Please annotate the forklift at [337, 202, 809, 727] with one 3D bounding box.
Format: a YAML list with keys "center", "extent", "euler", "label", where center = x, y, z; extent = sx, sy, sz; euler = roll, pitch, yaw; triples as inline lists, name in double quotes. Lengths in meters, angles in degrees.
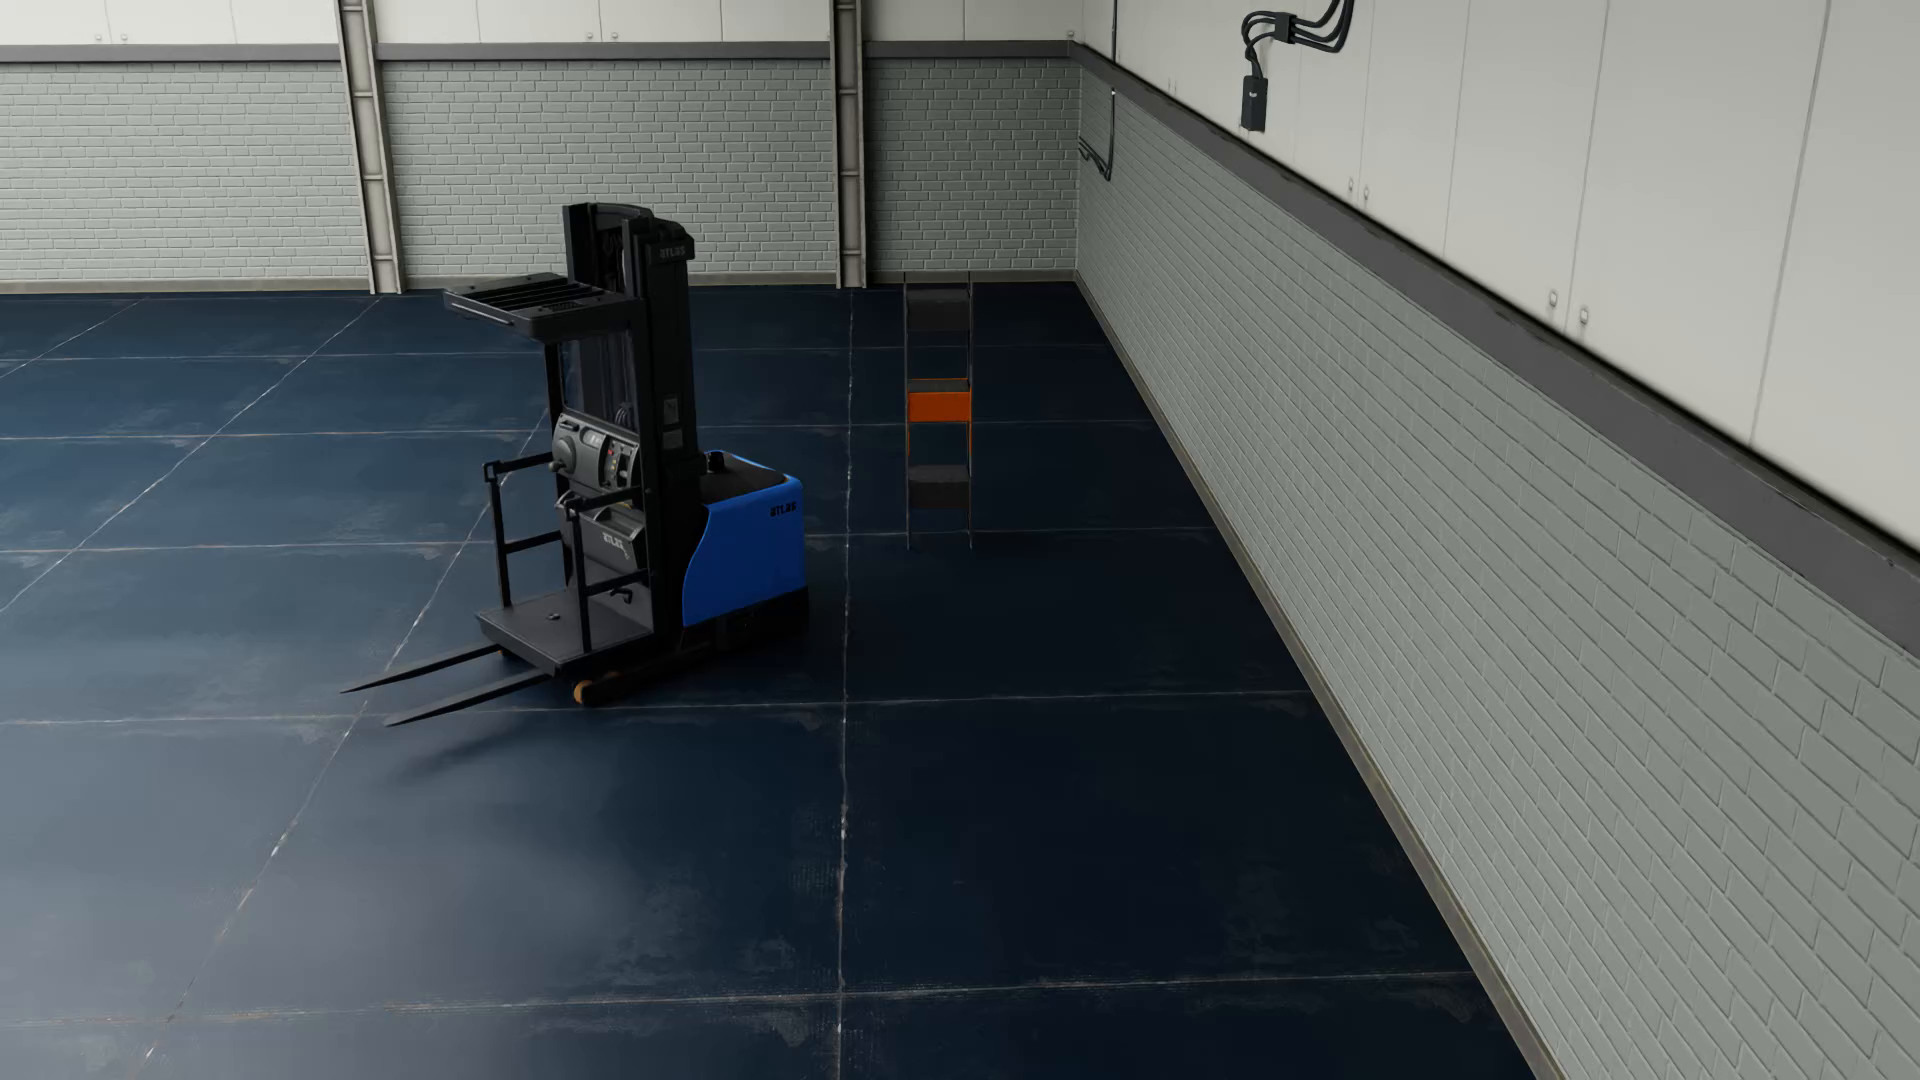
- center: [-2.461, -0.537, 10.411]
  extent: [3.031, 2.935, 1.130]
  euler: [-19, 28, -40]
  label: "forklift"

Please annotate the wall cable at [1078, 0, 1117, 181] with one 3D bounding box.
- center: [1.589, -5.699, 19.806]
  extent: [0.112, 2.526, 3.097]
  euler: [-1, 21, -3]
  label: "wall cable"

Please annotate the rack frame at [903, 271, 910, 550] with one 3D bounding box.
- center: [-0.409, -0.973, 12.726]
  extent: [0.015, 2.100, 0.400]
  euler: [-1, 21, -3]
  label: "rack frame"

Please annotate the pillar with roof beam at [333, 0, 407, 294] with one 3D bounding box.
- center: [-7.172, -5.909, 15.994]
  extent: [0.400, 9.000, 9.100]
  euler: [-1, 21, -3]
  label: "pillar with roof beam"

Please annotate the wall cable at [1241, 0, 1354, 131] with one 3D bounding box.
- center: [2.115, -5.367, 9.790]
  extent: [0.169, 6.003, 2.305]
  euler: [-1, 21, -3]
  label: "wall cable"

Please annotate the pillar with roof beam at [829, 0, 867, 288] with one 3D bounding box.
- center: [-1.182, -6.031, 16.314]
  extent: [0.400, 9.000, 9.100]
  euler: [-1, 21, -3]
  label: "pillar with roof beam"

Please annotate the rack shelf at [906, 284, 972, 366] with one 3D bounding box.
- center: [-0.165, -1.619, 12.494]
  extent: [0.480, 0.518, 0.431]
  euler: [-1, 21, -3]
  label: "rack shelf"

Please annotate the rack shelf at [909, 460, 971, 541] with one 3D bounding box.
- center: [-0.165, -0.311, 12.992]
  extent: [0.480, 0.518, 0.431]
  euler: [-1, 21, -3]
  label: "rack shelf"

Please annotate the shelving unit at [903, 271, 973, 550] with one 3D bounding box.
- center: [-0.165, -0.978, 12.739]
  extent: [0.503, 2.100, 0.431]
  euler: [-1, 21, -3]
  label: "shelving unit"

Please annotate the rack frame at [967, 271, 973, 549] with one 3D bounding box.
- center: [0.078, -0.983, 12.752]
  extent: [0.015, 2.100, 0.400]
  euler: [-1, 21, -3]
  label: "rack frame"

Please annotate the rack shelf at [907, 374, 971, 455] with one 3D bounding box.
- center: [-0.165, -0.965, 12.743]
  extent: [0.480, 0.518, 0.431]
  euler: [-1, 21, -3]
  label: "rack shelf"
